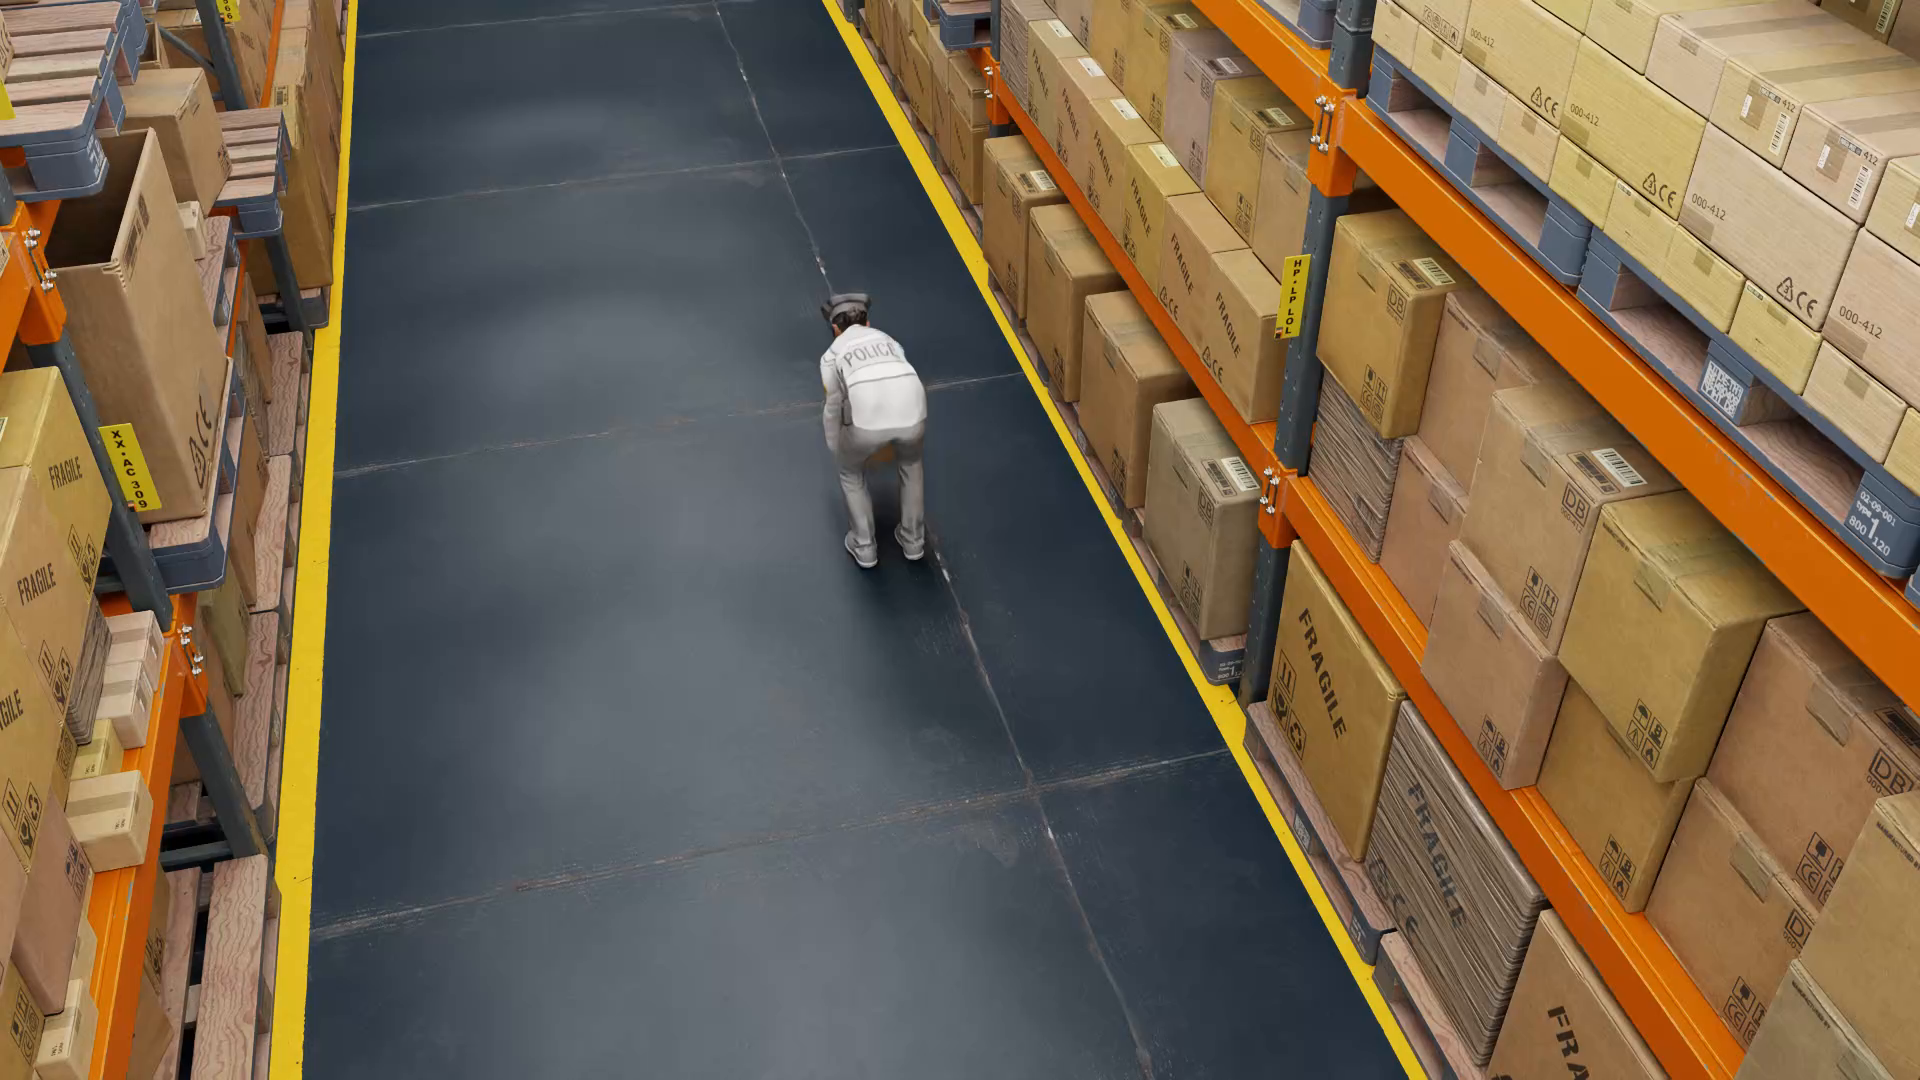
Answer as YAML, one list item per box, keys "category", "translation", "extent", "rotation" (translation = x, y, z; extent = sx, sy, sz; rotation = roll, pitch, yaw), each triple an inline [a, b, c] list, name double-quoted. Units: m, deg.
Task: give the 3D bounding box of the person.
- category: "person"
  translation: [-0.421, -0.522, 7.826]
  extent: [0.414, 1.103, 0.918]
  rotation: [-11, 40, -13]
